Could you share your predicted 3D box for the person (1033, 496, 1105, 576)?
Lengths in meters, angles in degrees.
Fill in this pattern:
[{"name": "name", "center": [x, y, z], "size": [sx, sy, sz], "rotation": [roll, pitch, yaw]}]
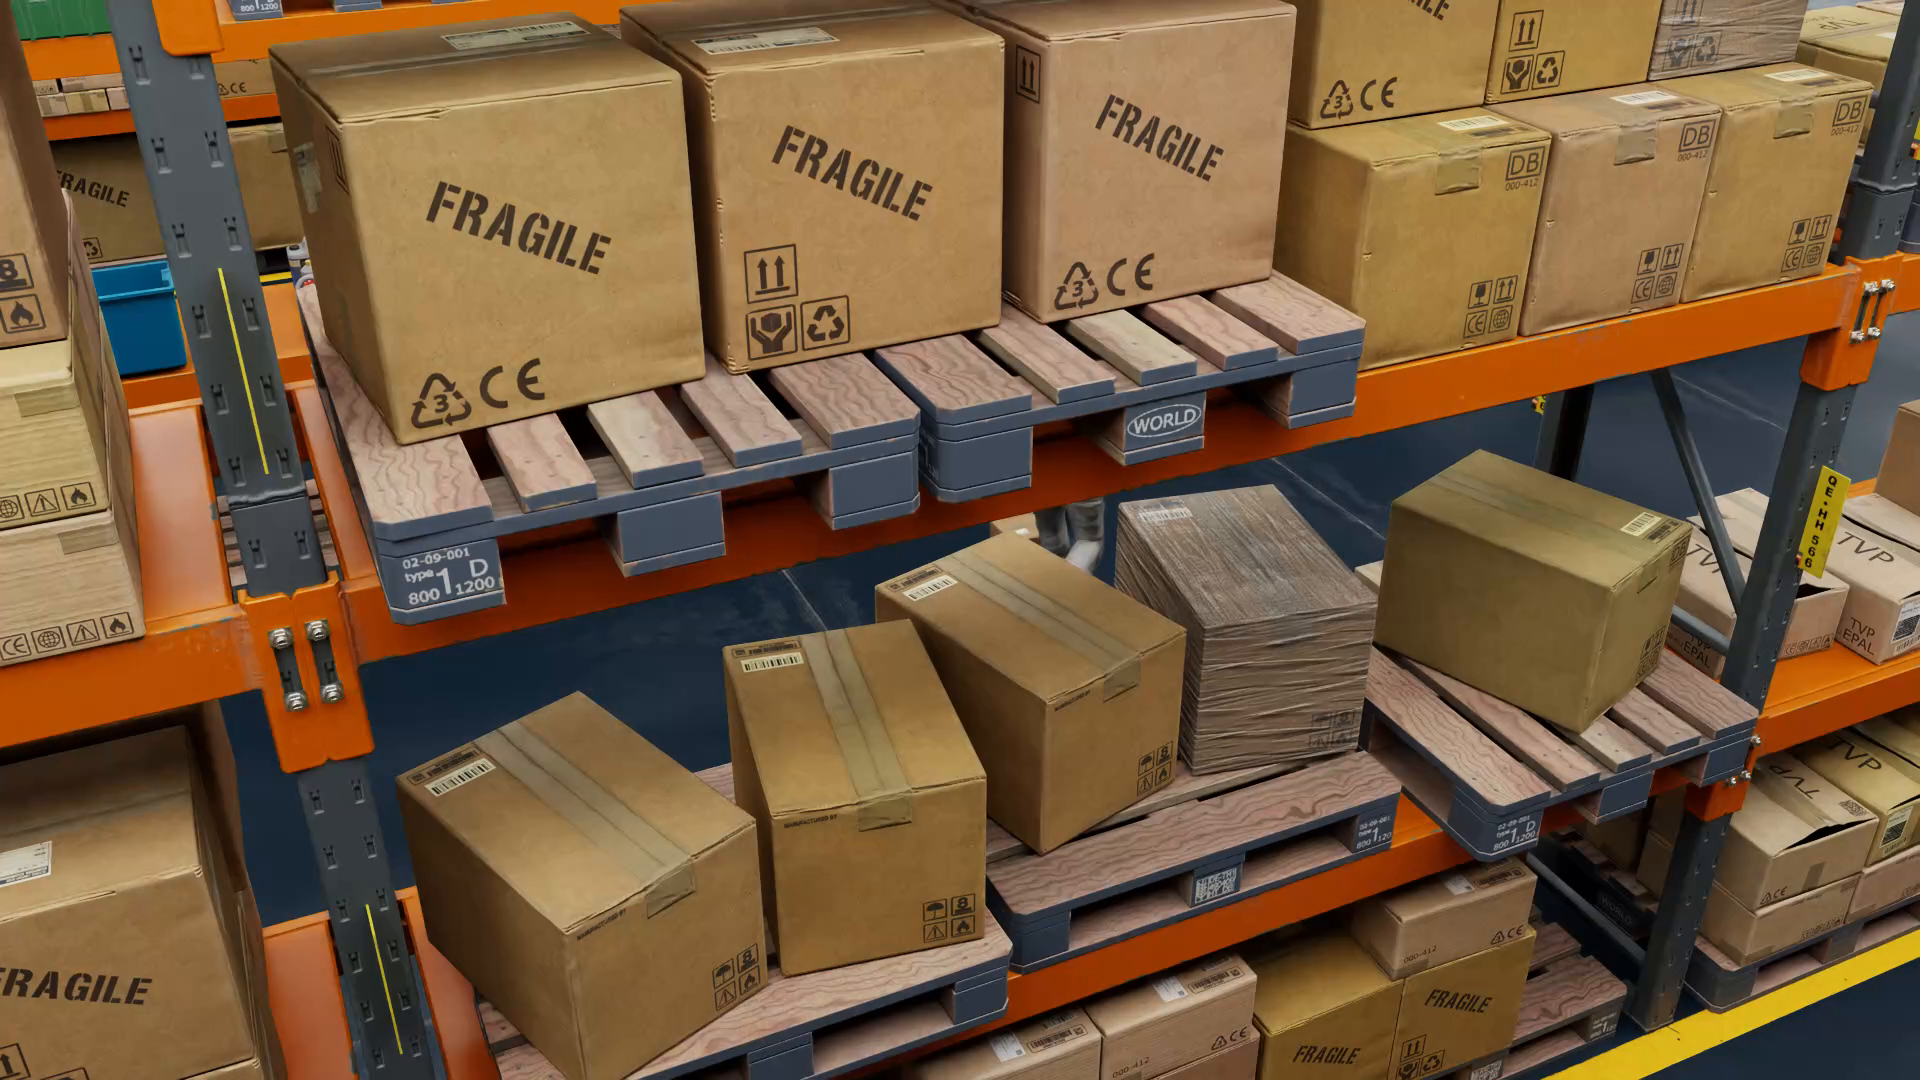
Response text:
[{"name": "person", "center": [0.490, -0.318, 7.684], "size": [0.553, 1.640, 0.848], "rotation": [5, 30, 8]}]
